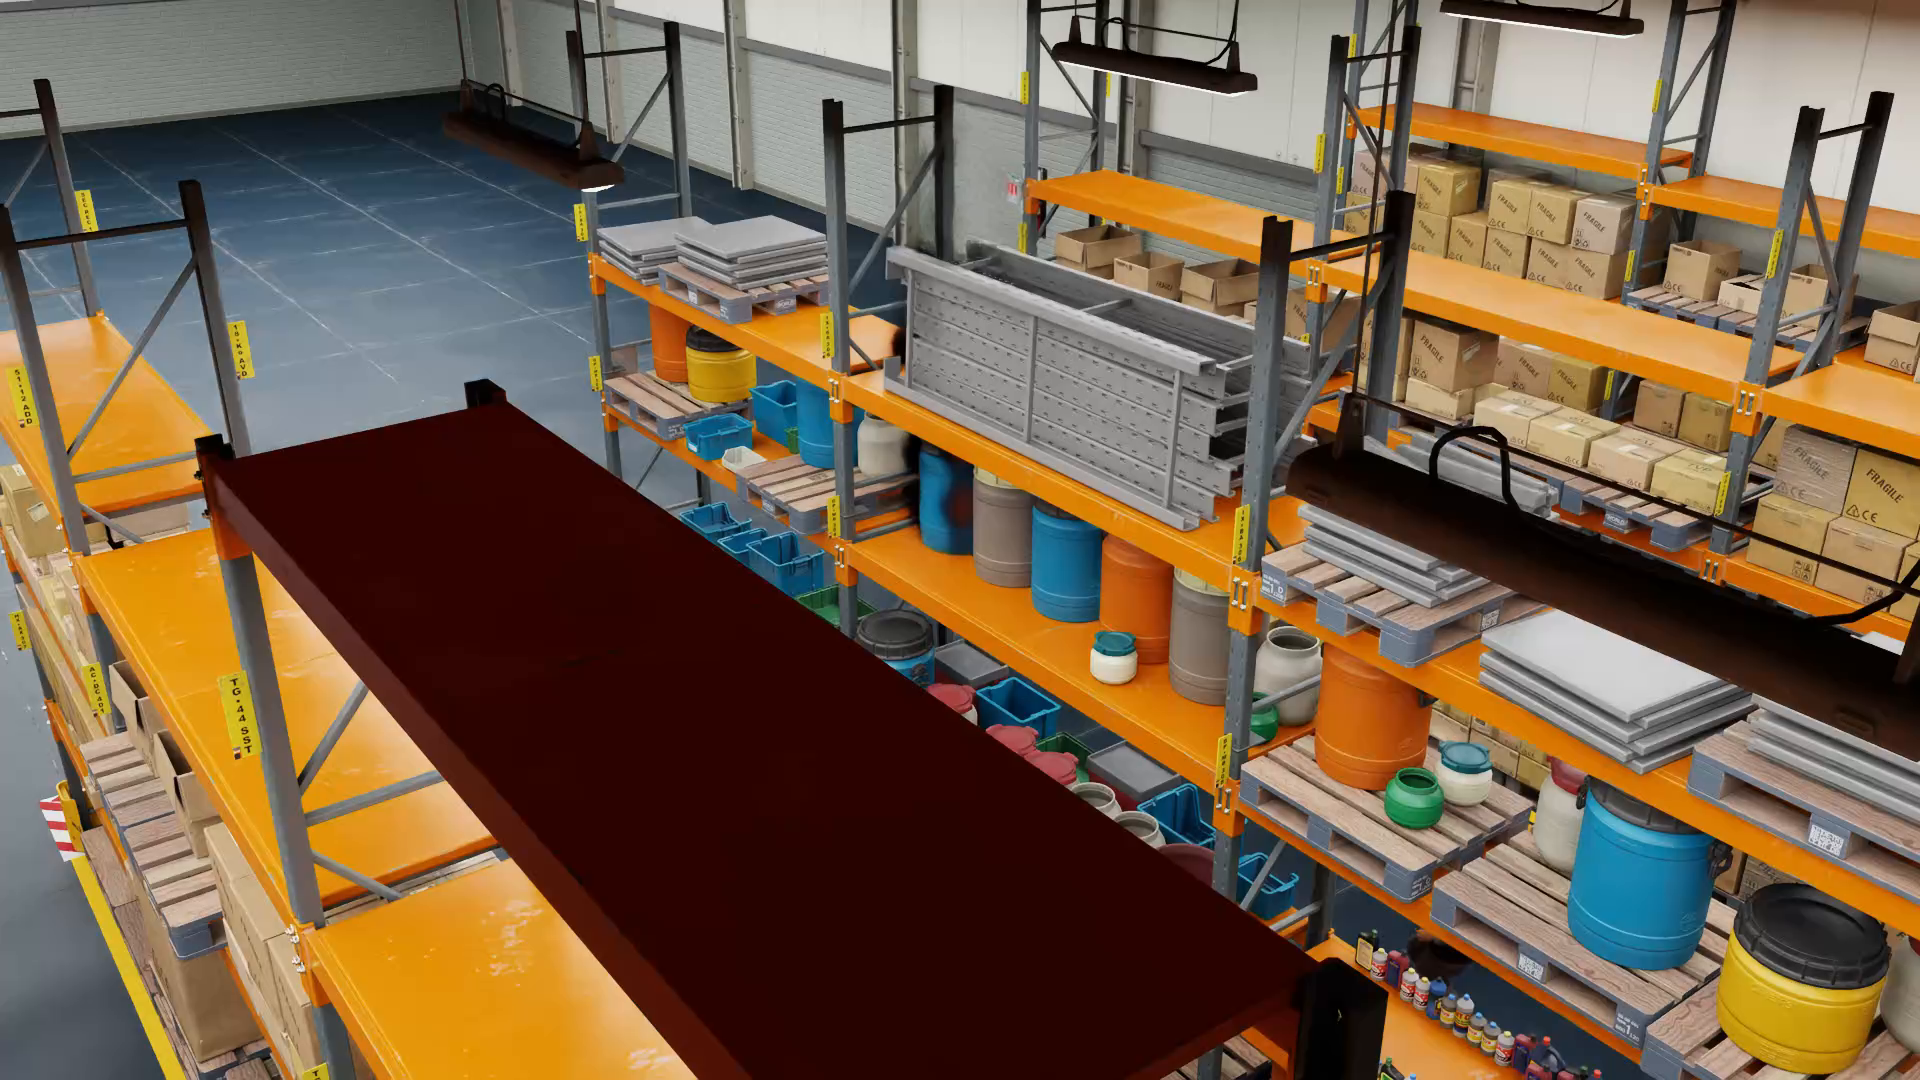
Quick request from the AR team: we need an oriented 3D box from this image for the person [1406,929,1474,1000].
[{"bbox_3d":[3.277,2.664,11.144,0.657,1.610,0.664,-18,30,-34],"label":"person"}]
